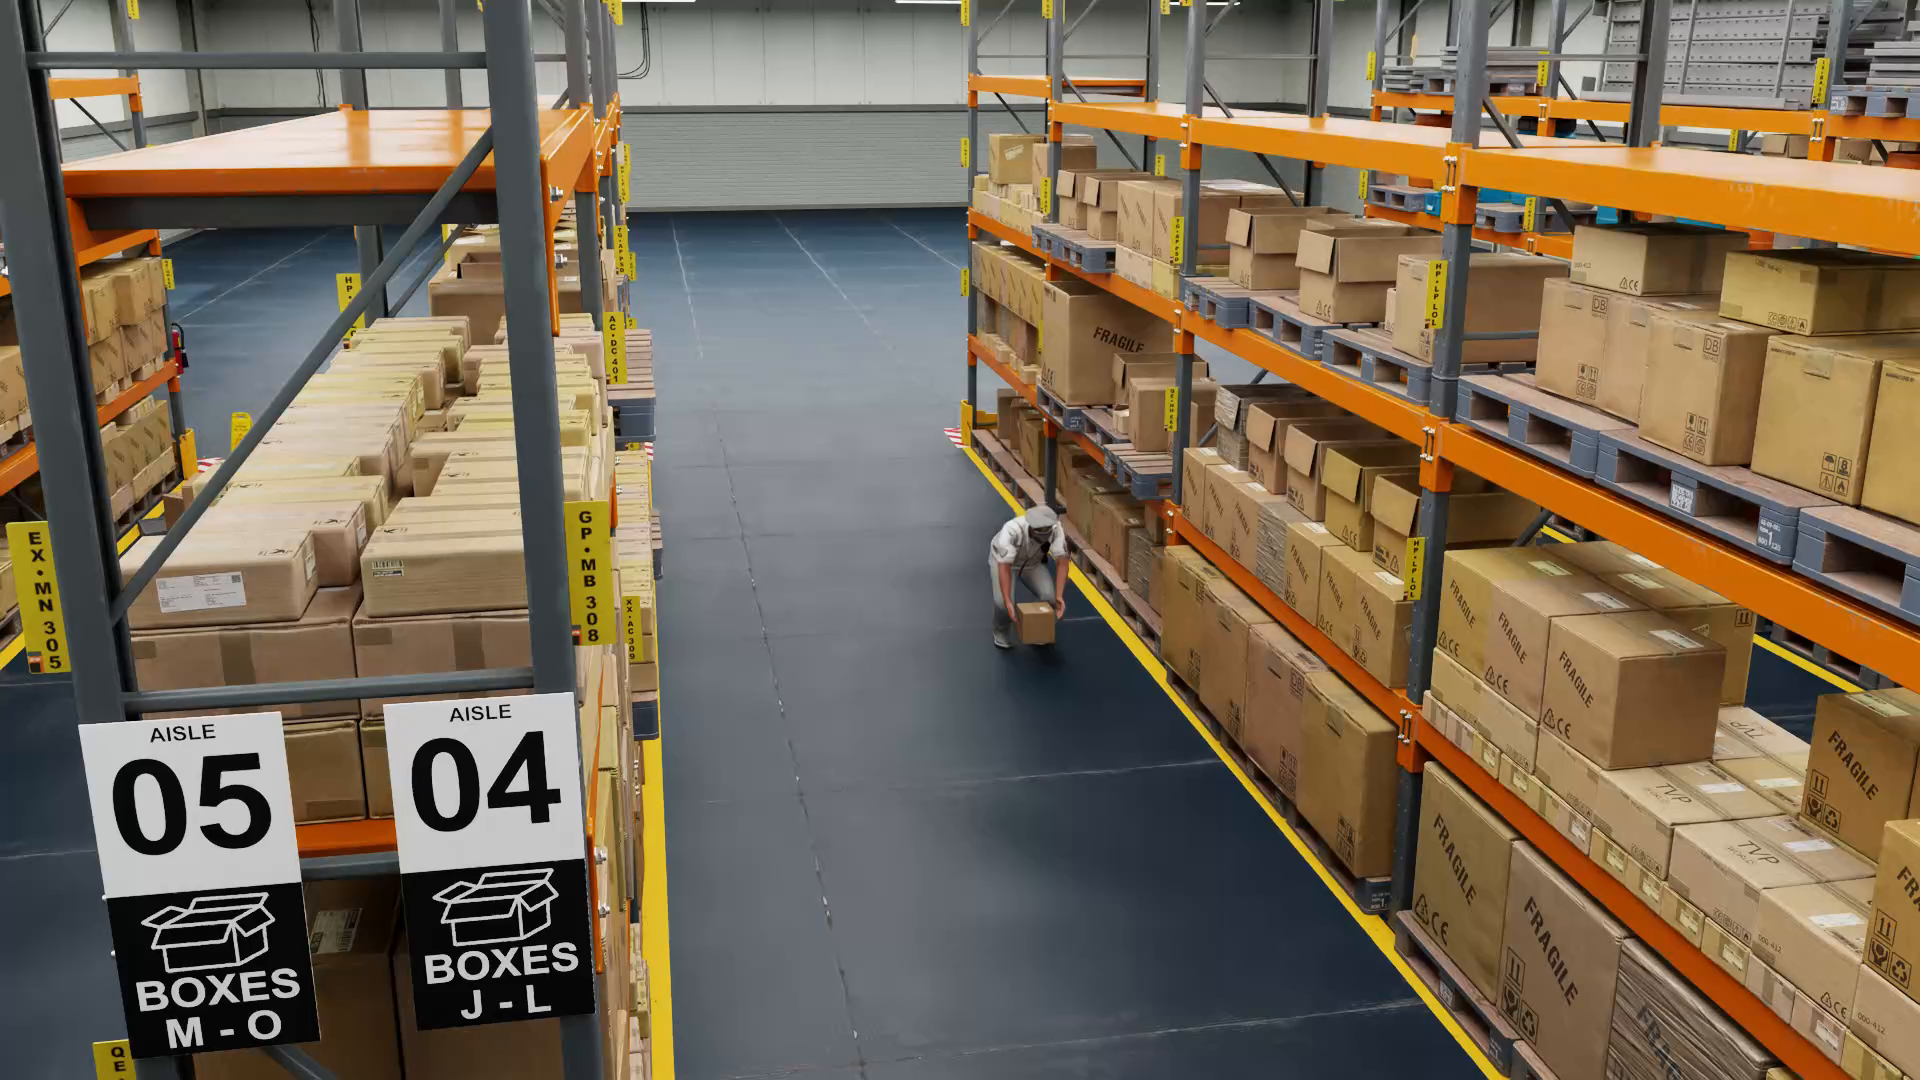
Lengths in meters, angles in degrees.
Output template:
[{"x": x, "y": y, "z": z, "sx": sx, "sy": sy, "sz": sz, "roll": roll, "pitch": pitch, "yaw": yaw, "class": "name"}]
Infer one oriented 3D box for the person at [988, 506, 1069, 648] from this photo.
[{"x": 0.540, "y": 0.258, "z": 13.104, "sx": 0.580, "sy": 1.215, "sz": 0.891, "roll": -3, "pitch": 17, "yaw": -11, "class": "person"}]
